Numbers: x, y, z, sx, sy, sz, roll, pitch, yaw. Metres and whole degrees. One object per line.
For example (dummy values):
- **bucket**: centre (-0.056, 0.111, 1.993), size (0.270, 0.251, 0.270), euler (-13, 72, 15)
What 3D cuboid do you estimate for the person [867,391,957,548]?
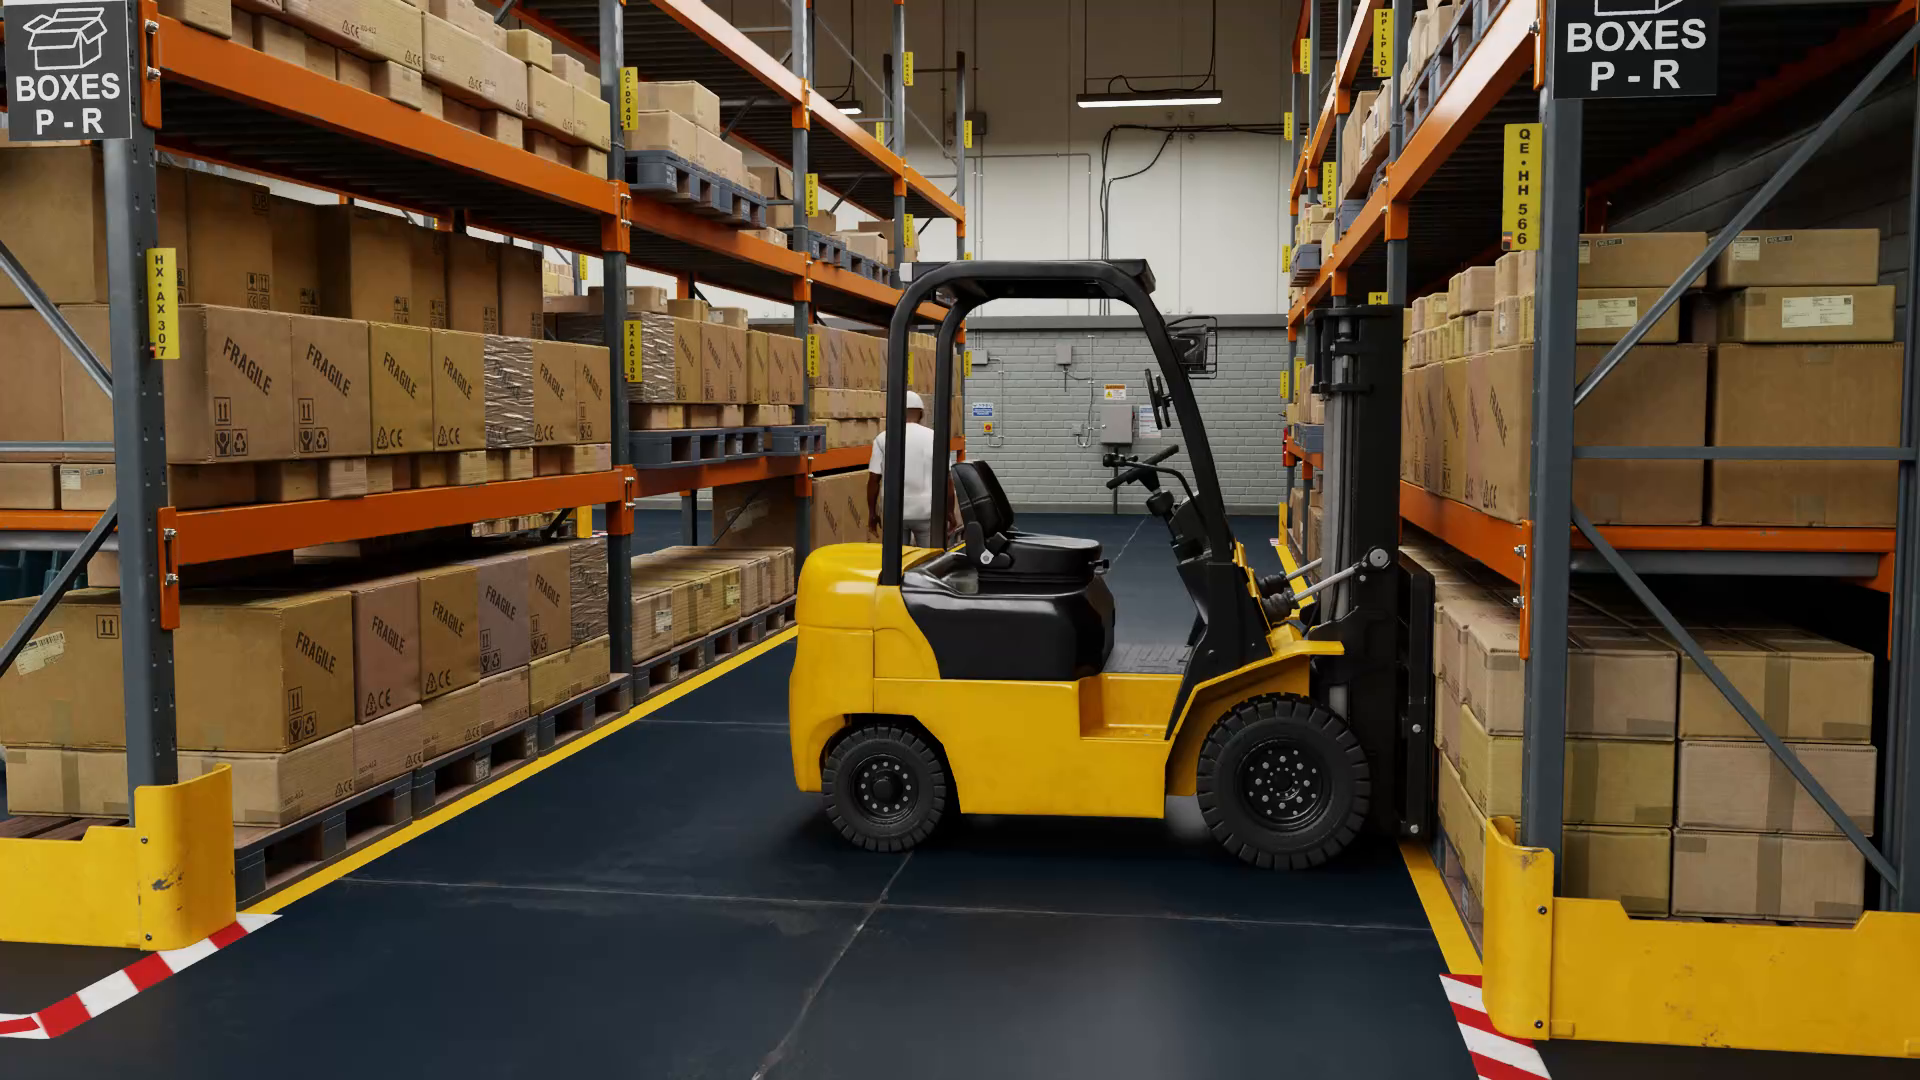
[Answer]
- **person**: centre (-0.343, -0.186, 11.927), size (0.638, 1.761, 0.458), euler (0, 4, 5)
